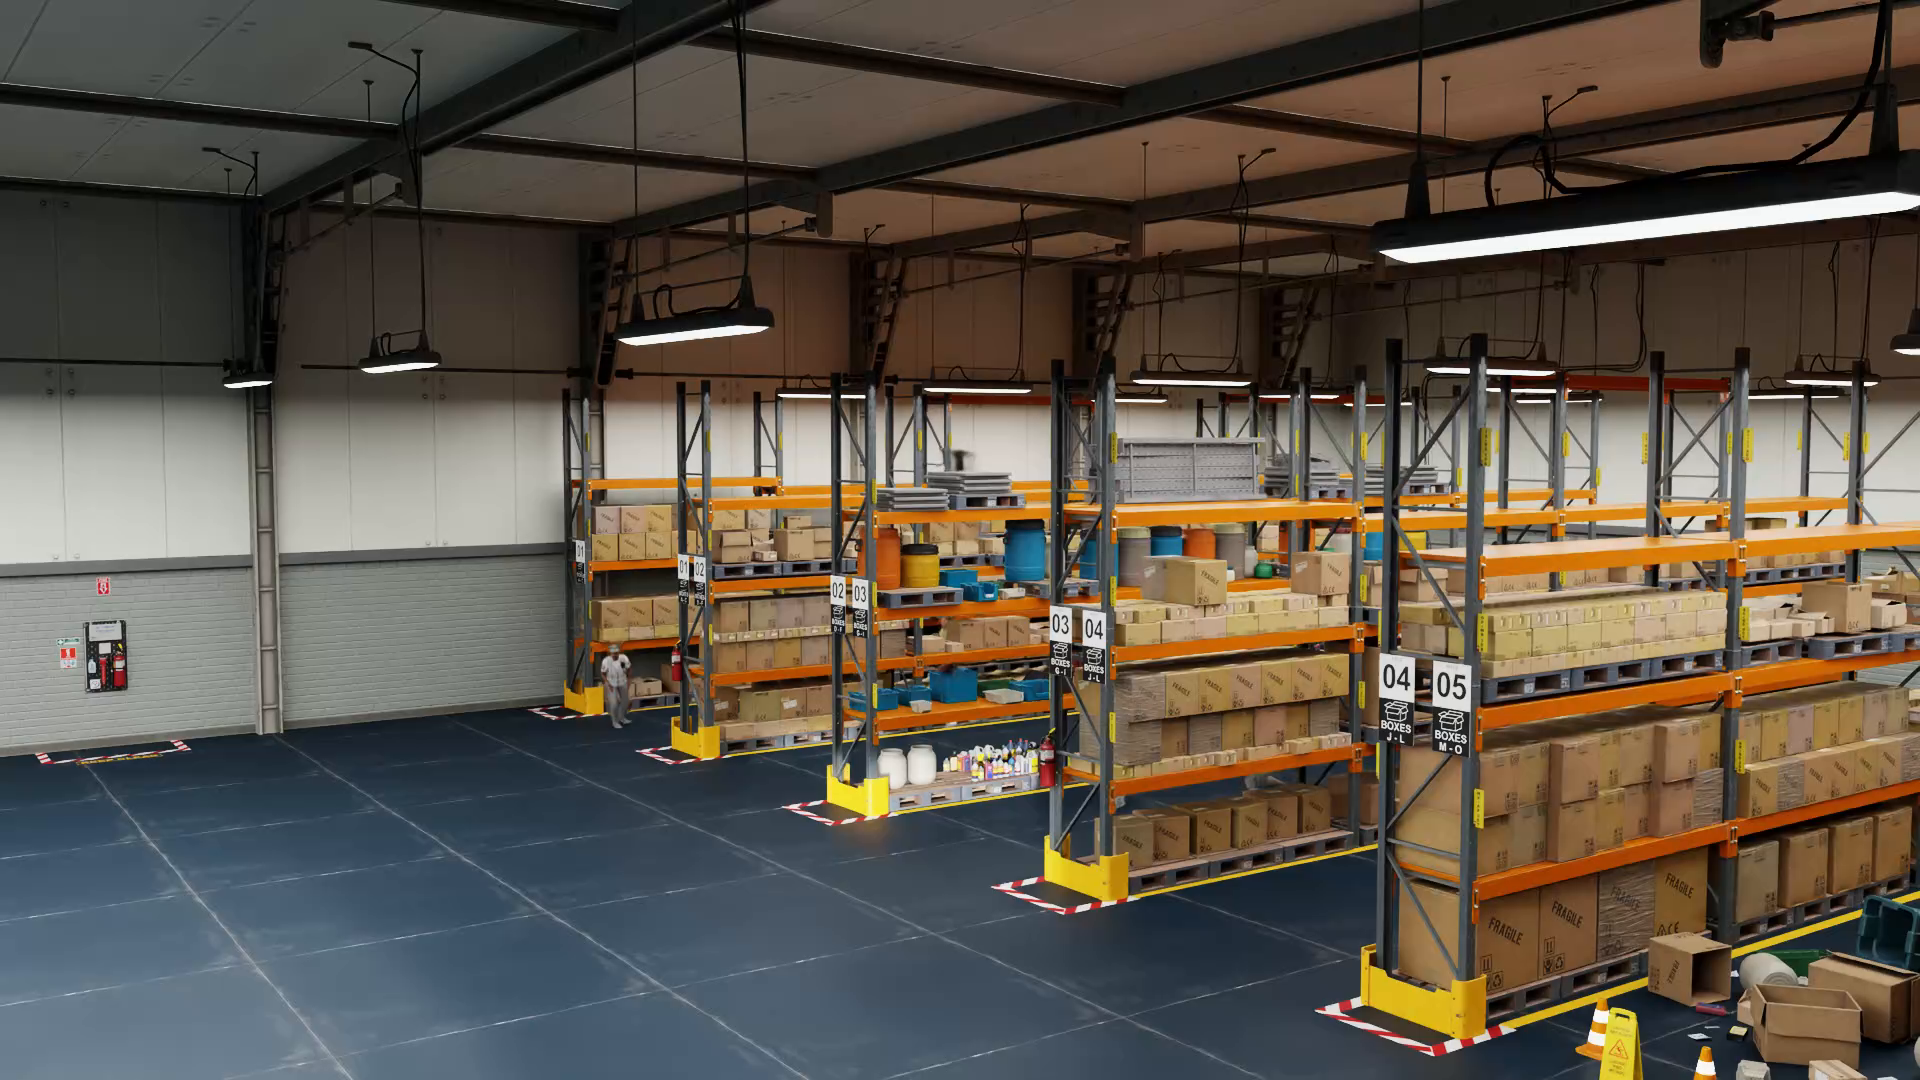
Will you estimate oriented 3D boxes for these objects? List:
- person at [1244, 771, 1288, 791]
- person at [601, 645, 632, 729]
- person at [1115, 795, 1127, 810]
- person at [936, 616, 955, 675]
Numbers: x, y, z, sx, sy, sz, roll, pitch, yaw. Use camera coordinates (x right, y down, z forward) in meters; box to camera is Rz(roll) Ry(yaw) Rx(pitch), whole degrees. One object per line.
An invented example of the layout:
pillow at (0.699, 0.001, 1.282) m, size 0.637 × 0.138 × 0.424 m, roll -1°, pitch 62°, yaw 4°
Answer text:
person at (4.250, 2.906, 22.855) m, size 0.714 × 1.634 × 0.647 m, roll -1°, pitch 4°, yaw -20°
person at (-6.000, 2.542, 29.110) m, size 0.595 × 1.520 × 0.842 m, roll -2°, pitch 4°, yaw -25°
person at (2.227, 2.911, 22.920) m, size 0.637 × 1.632 × 0.711 m, roll -2°, pitch 4°, yaw -23°
person at (-0.230, 2.281, 31.970) m, size 0.803 × 1.713 × 0.529 m, roll -2°, pitch 4°, yaw -29°
